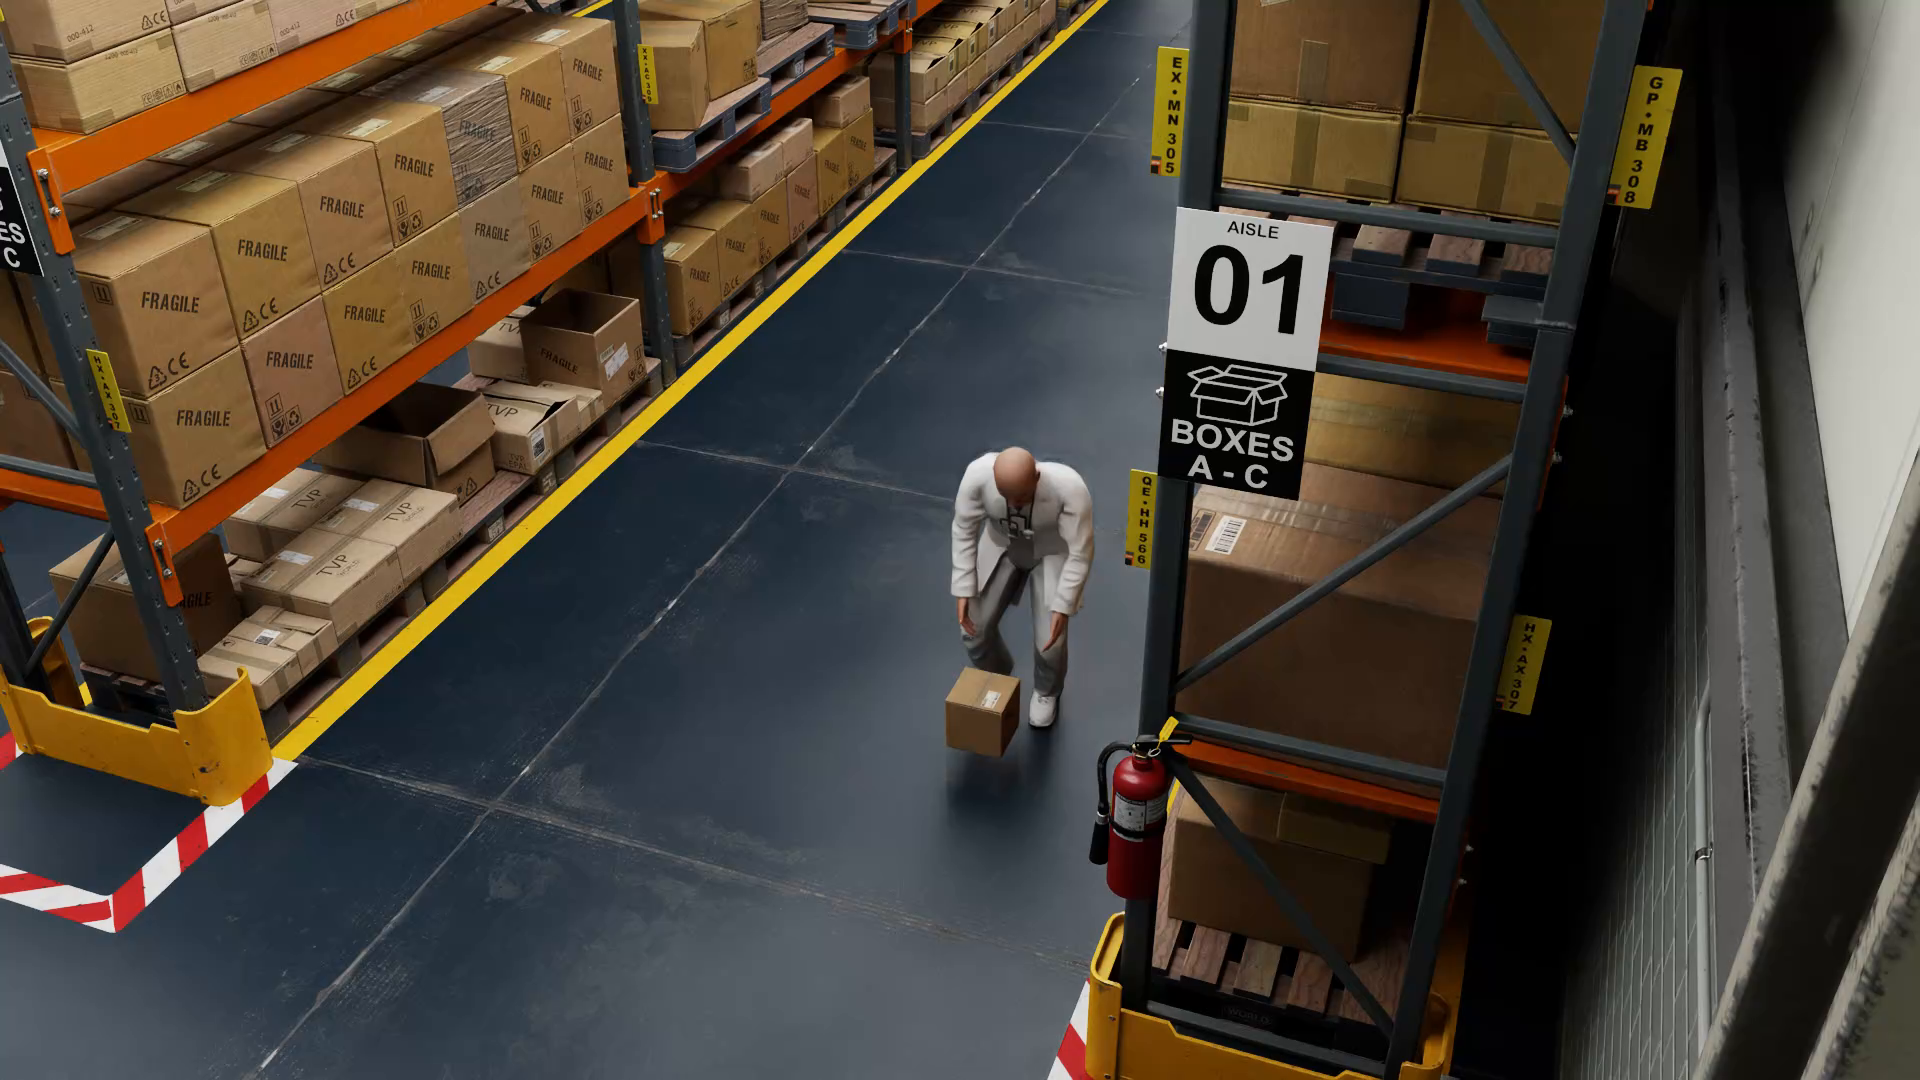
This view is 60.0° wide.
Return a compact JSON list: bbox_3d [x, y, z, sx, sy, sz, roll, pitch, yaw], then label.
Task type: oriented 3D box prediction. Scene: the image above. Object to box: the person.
[{"bbox_3d":[0.289,0.171,7.231,0.631,1.411,0.680,11,34,16],"label":"person"}]
